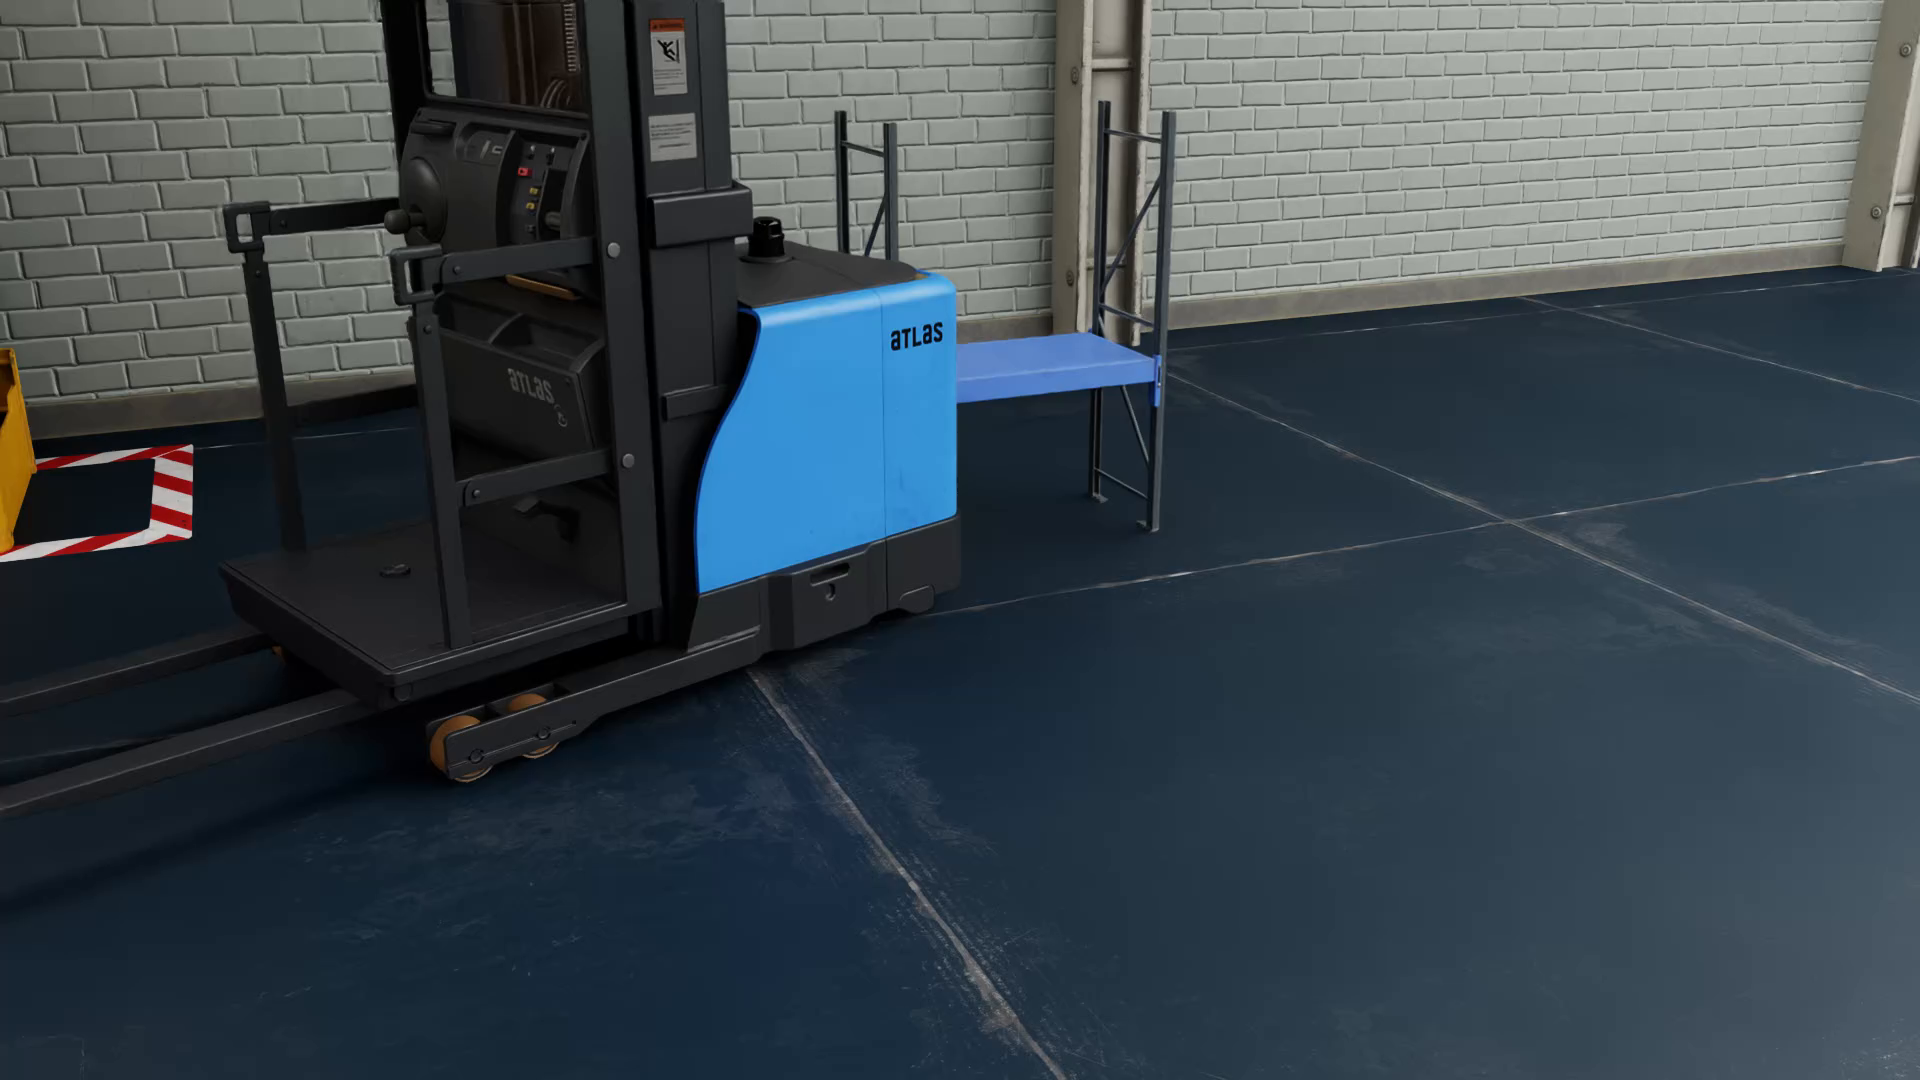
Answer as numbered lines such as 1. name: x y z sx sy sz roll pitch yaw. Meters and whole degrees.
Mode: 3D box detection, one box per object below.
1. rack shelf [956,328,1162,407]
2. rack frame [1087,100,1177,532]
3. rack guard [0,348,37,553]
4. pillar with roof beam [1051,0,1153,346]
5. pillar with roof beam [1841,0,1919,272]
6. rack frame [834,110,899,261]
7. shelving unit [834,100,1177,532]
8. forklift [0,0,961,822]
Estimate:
1. rack shelf: 0.152 -0.575 5.939 1.000 0.185 0.538 -8 21 -23
2. rack frame: 0.617 -0.814 6.074 0.032 1.500 0.500 -8 21 -23
3. rack guard: -3.753 -0.345 6.249 0.348 0.500 1.175 -8 21 -22
4. pillar with roof beam: 2.443 -4.010 3.862 0.400 9.000 9.100 -8 21 -22
5. pillar with roof beam: 7.952 -4.800 6.104 0.400 9.000 9.100 -8 21 -22
6. rack frame: -0.312 -0.676 5.685 0.032 1.500 0.500 -8 21 -23
7. shelving unit: 0.152 -0.745 5.880 1.048 1.500 0.538 -8 21 -23
8. forklift: -1.410 -0.957 4.326 3.031 2.935 1.130 -18 26 -41
